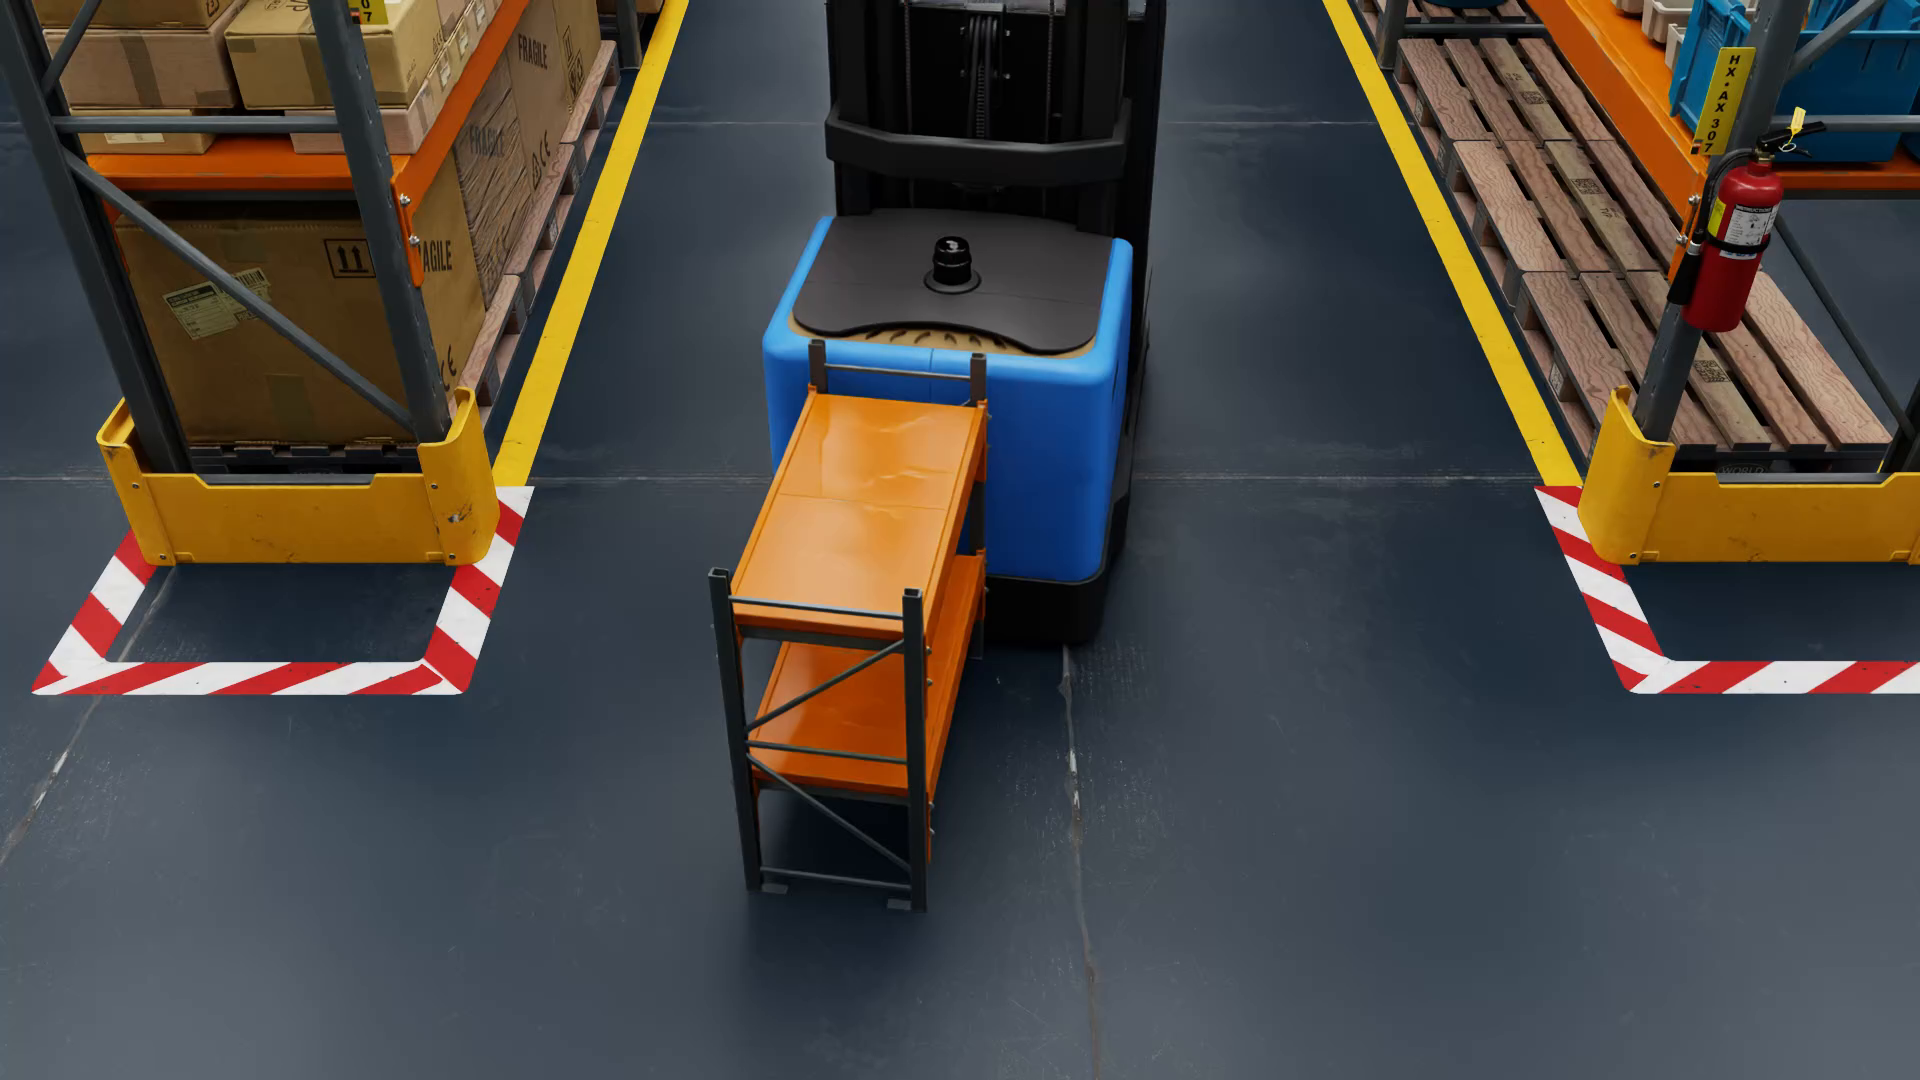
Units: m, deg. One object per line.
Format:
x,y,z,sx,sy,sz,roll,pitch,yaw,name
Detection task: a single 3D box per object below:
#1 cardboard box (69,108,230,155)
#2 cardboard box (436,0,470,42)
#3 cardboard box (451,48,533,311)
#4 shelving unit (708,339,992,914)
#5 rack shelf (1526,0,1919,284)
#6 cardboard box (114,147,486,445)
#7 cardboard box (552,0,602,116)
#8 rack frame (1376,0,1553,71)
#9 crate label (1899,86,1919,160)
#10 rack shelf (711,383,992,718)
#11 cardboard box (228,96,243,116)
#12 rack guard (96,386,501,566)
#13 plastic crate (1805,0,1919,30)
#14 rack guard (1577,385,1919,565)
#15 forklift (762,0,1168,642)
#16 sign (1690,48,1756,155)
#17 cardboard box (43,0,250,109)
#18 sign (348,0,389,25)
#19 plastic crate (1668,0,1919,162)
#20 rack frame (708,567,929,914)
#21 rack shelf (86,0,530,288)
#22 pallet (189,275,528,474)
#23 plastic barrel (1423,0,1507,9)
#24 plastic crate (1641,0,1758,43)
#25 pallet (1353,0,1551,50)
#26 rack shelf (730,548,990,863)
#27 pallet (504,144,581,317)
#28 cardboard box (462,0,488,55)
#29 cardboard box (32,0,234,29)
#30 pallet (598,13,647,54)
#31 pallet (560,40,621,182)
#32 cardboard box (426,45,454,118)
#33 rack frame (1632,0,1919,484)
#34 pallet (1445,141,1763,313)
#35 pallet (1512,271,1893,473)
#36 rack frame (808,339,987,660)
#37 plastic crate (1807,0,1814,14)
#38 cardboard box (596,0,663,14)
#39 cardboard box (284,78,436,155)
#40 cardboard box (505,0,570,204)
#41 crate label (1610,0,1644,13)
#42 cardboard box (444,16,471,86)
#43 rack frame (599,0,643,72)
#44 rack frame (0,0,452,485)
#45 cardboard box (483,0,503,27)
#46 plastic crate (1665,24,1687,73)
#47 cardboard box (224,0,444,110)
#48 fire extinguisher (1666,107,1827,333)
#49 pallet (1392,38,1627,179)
-2.534,-1.330,5.212,0.380,0.149,0.250,1,39,1,cardboard box
-1.942,-1.889,5.590,0.500,0.250,0.500,0,39,-1,cardboard box
-2.286,-1.510,6.598,0.875,0.875,0.875,0,39,0,cardboard box
-0.254,0.223,4.573,0.538,1.125,1.048,6,39,7,shelving unit
2.746,-2.179,6.646,1.077,0.370,4.000,0,39,0,rack shelf
-2.285,-0.941,5.888,0.875,0.875,0.875,0,39,0,cardboard box
-2.288,-2.629,7.995,0.875,0.875,0.875,0,39,0,cardboard box
2.744,-3.711,7.982,1.000,3.000,0.127,0,39,0,rack frame
3.078,-1.322,5.087,0.416,0.233,0.303,0,39,0,crate label
-0.254,-0.006,4.390,0.538,0.278,1.000,6,39,7,rack shelf
-2.536,-1.493,5.415,0.380,0.149,0.250,0,39,0,cardboard box
-2.204,-0.215,5.619,1.175,0.500,0.348,0,39,0,rack guard
3.077,-1.734,5.601,0.416,0.233,0.300,0,39,0,plastic crate
2.762,-0.219,5.623,1.175,0.500,0.348,0,39,0,rack guard
0.153,-1.742,5.580,1.130,2.935,3.031,6,39,7,forklift
2.199,-1.262,4.796,0.100,0.325,0.005,0,39,0,sign
-2.470,-1.566,5.188,0.500,0.250,0.500,-1,39,-1,cardboard box
-1.649,-1.571,4.556,0.100,0.325,0.005,0,39,0,sign
2.562,-1.456,5.092,0.616,0.435,0.499,0,39,0,plastic crate
-0.334,0.537,4.181,0.500,1.125,0.032,6,39,7,rack frame
-2.206,-2.176,6.642,1.077,0.370,4.000,0,39,0,rack shelf
-2.283,-0.618,6.352,1.003,0.211,1.213,0,39,0,pallet
2.761,-3.396,8.931,0.600,0.901,0.708,0,39,0,plastic barrel
2.581,-1.821,5.786,0.396,0.136,0.243,0,39,0,plastic crate
2.785,-3.105,9.456,1.003,0.211,1.213,0,39,0,pallet
-0.254,0.413,4.726,0.538,0.278,1.000,6,39,7,rack shelf
-2.282,-1.379,7.301,1.003,0.211,1.213,0,39,0,pallet
-1.878,-1.814,5.815,0.380,0.149,0.250,-1,39,-1,cardboard box
-2.468,-1.860,4.955,0.500,0.500,0.500,0,39,1,cardboard box
-2.285,-3.101,9.451,1.003,0.211,1.213,0,39,0,pallet
-2.286,-2.143,8.256,1.003,0.211,1.213,0,39,0,pallet
-1.876,-1.490,5.412,0.380,0.149,0.250,-1,39,-1,cardboard box
2.749,-1.209,4.860,1.000,3.000,0.127,0,39,0,rack frame
2.788,-1.398,7.326,1.003,0.211,1.213,0,39,0,pallet
2.787,-0.637,6.376,1.003,0.211,1.213,0,39,0,pallet
-0.174,-0.091,4.964,0.500,1.125,0.032,6,39,7,rack frame
3.159,-1.909,5.897,0.250,0.136,0.298,0,39,0,plastic crate
-2.229,-3.442,9.010,1.225,0.875,0.875,0,39,0,cardboard box
-1.875,-1.330,5.212,0.380,0.149,0.250,0,39,0,cardboard box
-2.287,-2.066,7.293,0.875,0.875,0.875,0,39,0,cardboard box
2.556,-1.995,6.004,0.396,0.136,0.243,0,39,0,crate label
-1.877,-1.650,5.612,0.380,0.149,0.250,-1,39,-1,cardboard box
-2.209,-3.707,7.977,1.000,3.000,0.127,0,39,0,rack frame
-2.204,-1.206,4.856,1.000,3.000,0.127,0,39,0,rack frame
-1.878,-1.973,6.014,0.380,0.149,0.250,-1,39,-1,cardboard box
2.567,-1.640,5.560,0.396,0.136,0.243,0,39,0,plastic crate
-1.935,-1.564,5.185,0.500,0.250,0.500,-1,39,-1,cardboard box
2.295,-0.939,4.883,0.296,0.674,0.183,0,39,0,fire extinguisher
2.784,-2.163,8.280,1.003,0.211,1.213,0,39,0,pallet
